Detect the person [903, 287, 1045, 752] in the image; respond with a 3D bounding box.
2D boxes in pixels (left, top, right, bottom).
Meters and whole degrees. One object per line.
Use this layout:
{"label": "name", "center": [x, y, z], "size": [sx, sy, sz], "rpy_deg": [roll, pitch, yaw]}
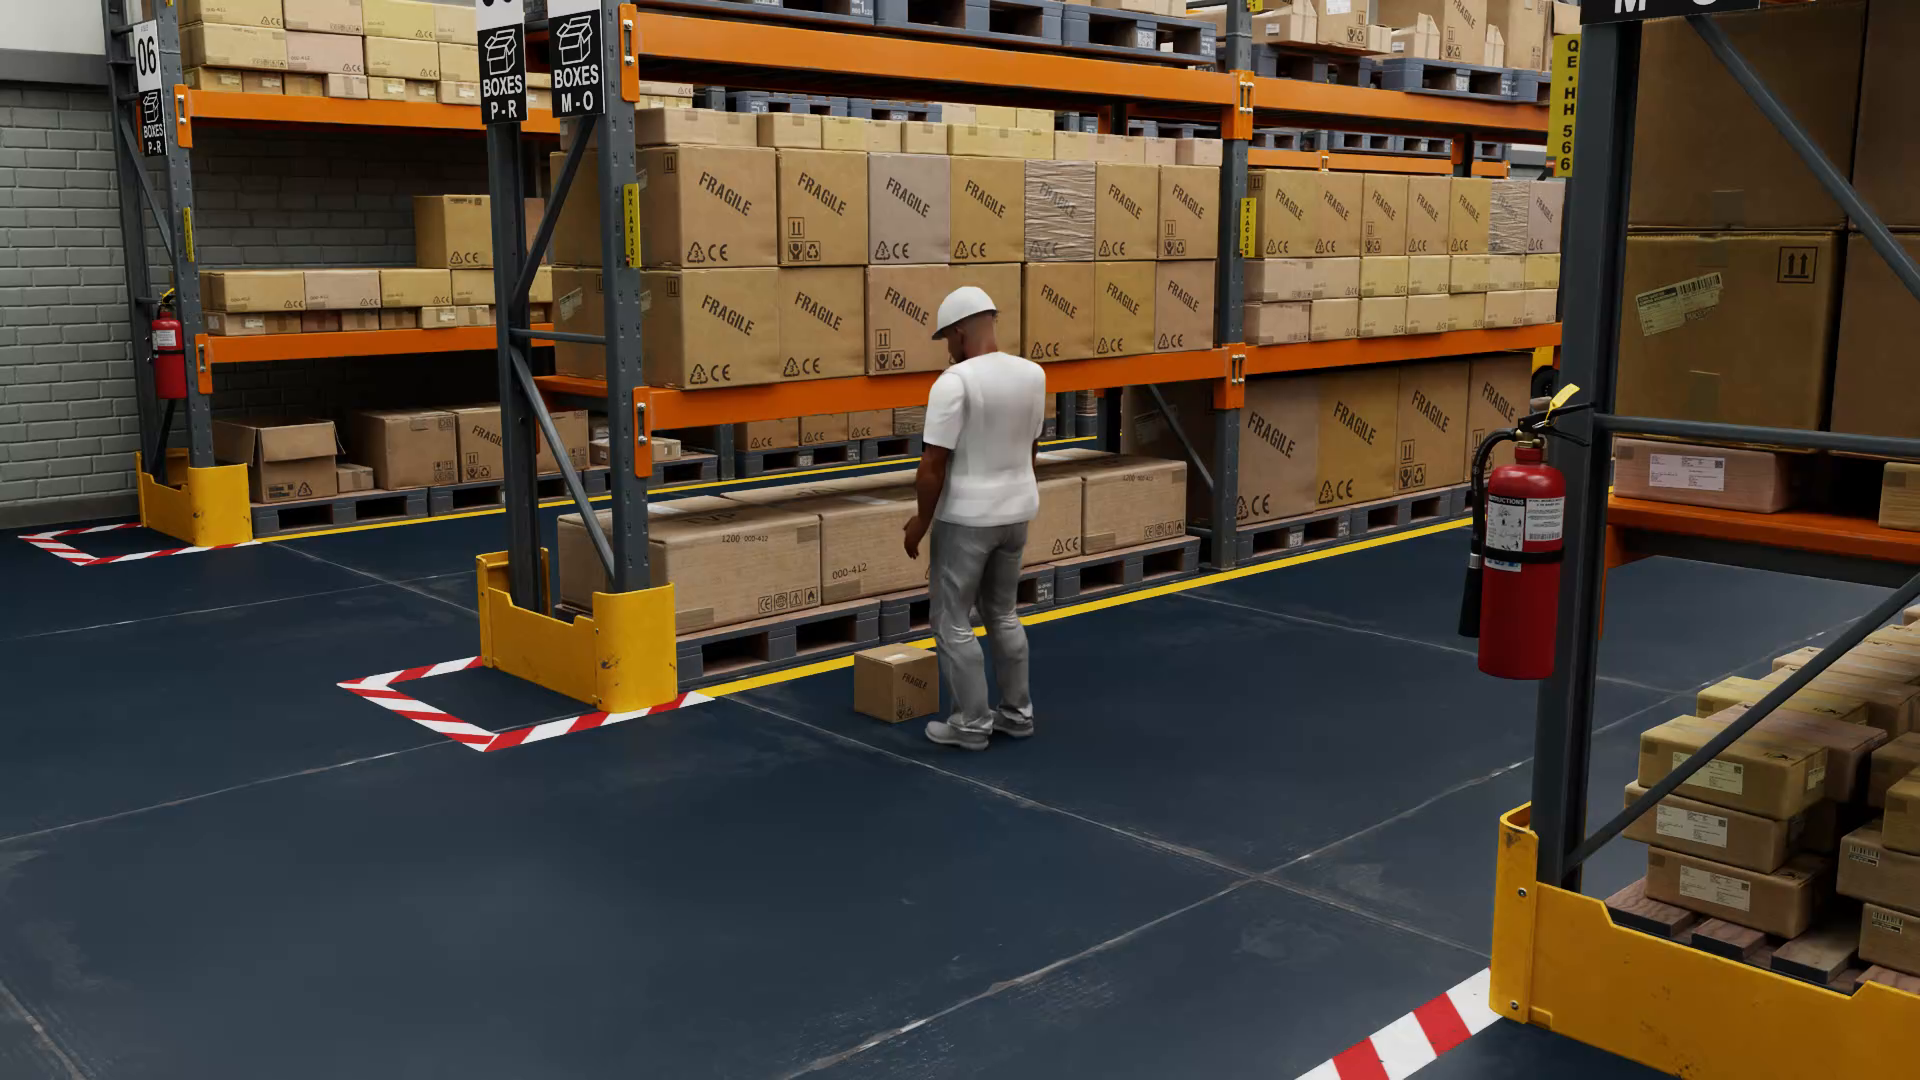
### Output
{"label": "person", "center": [0.059, -0.081, 6.344], "size": [0.575, 1.748, 0.390], "rpy_deg": [-9, 14, -42]}
